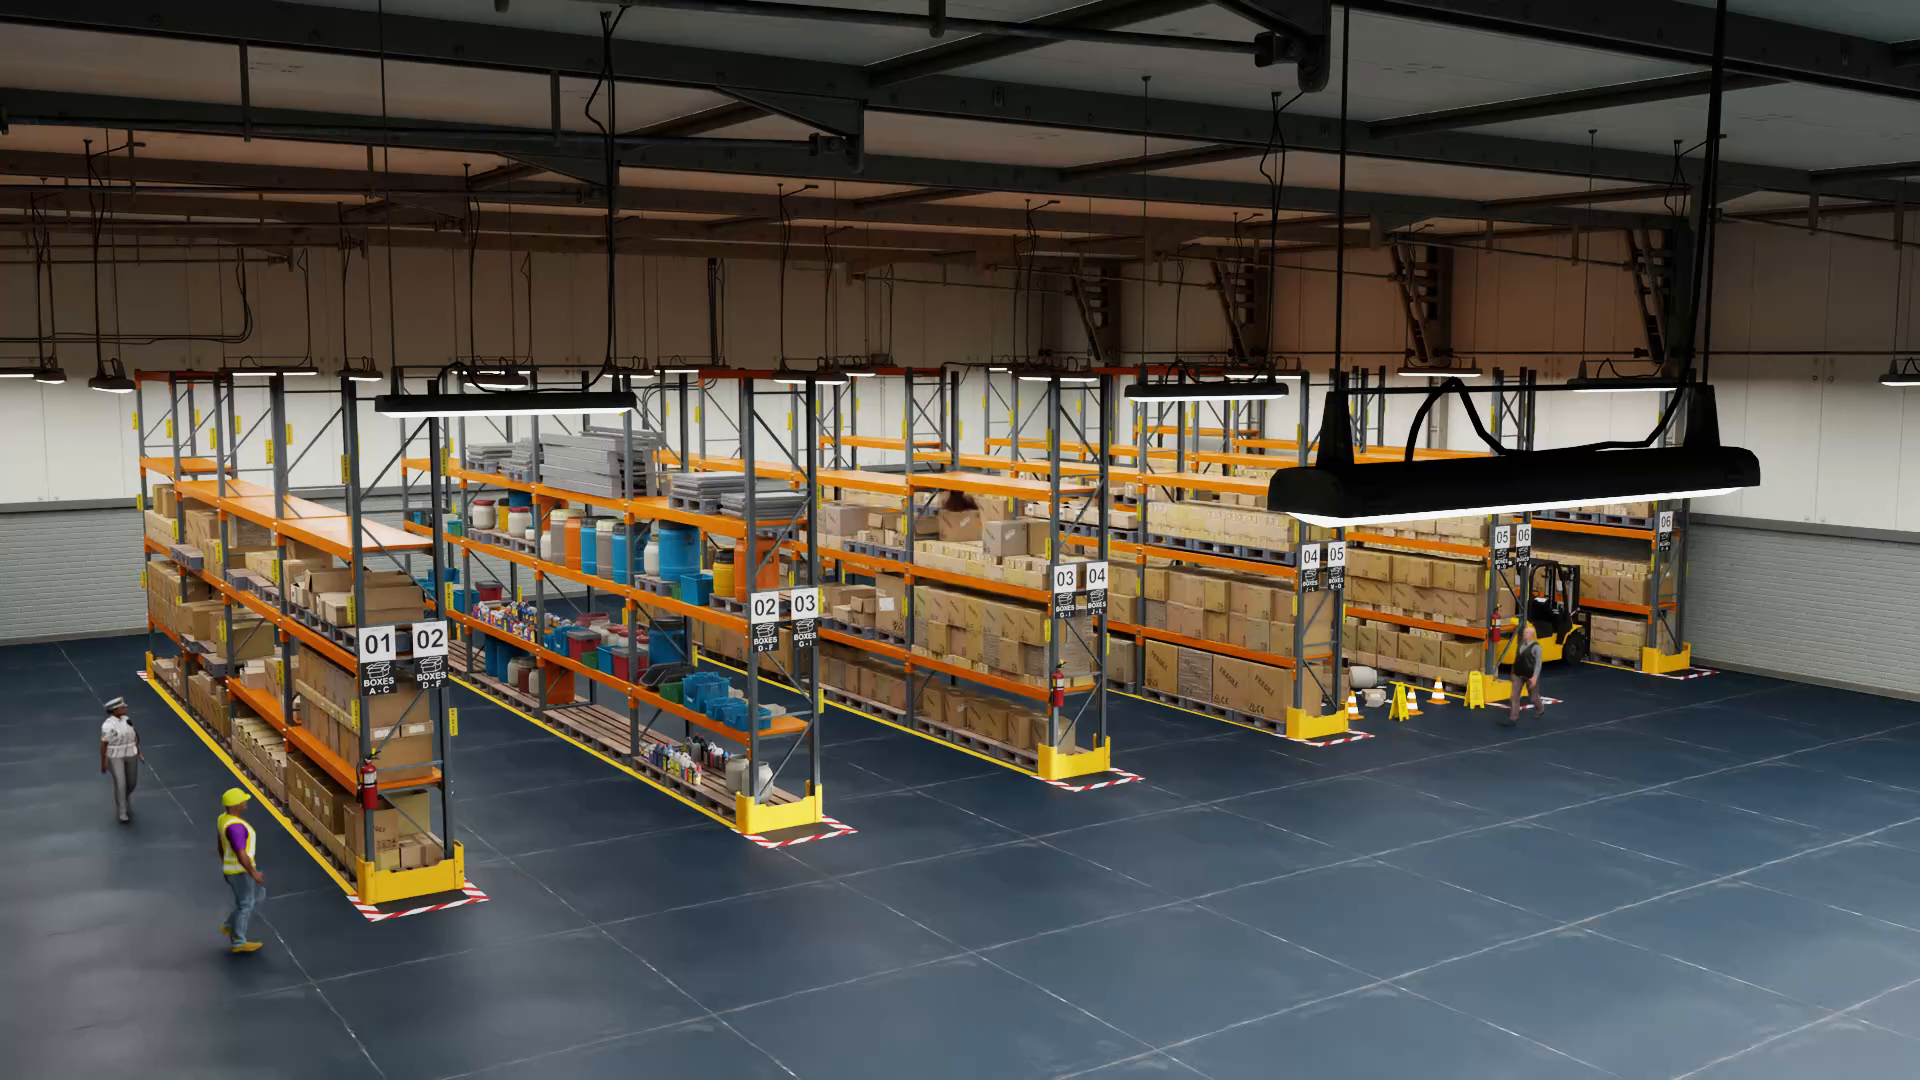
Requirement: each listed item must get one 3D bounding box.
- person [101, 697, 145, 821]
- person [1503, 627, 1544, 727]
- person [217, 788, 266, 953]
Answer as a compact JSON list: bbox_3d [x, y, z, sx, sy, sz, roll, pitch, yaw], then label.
[{"bbox_3d":[-11.469,2.947,22.736,0.537,1.639,0.931,-5,8,-40],"label":"person"},{"bbox_3d":[9.635,2.316,28.216,0.497,1.693,0.982,5,8,38],"label":"person"},{"bbox_3d":[-7.572,3.467,17.489,0.476,1.755,0.564,-3,7,-24],"label":"person"}]
